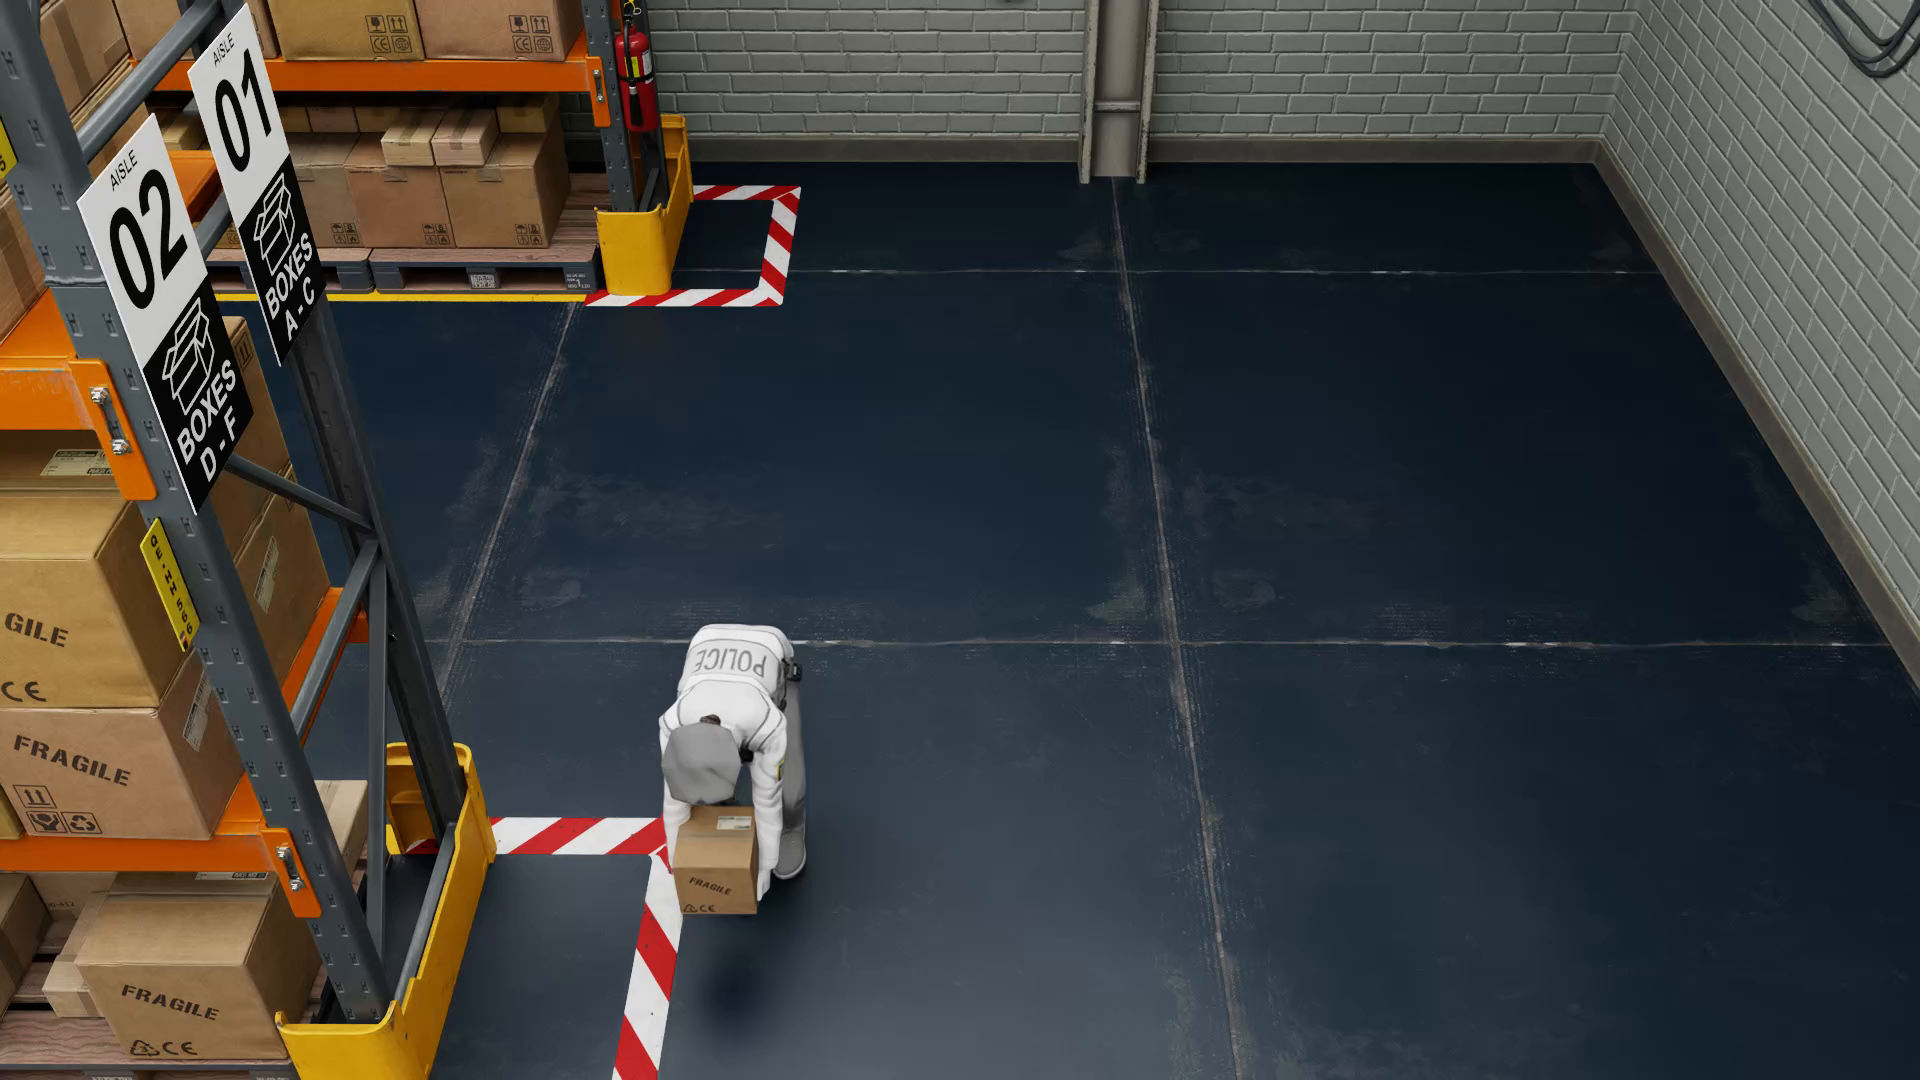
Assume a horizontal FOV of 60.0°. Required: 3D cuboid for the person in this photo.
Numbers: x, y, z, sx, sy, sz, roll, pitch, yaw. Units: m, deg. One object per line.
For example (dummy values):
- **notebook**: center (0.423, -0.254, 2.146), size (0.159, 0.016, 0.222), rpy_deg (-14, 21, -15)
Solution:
- **person**: center (-0.756, 0.813, 5.589), size (0.440, 1.145, 0.915), rpy_deg (2, 40, 3)
